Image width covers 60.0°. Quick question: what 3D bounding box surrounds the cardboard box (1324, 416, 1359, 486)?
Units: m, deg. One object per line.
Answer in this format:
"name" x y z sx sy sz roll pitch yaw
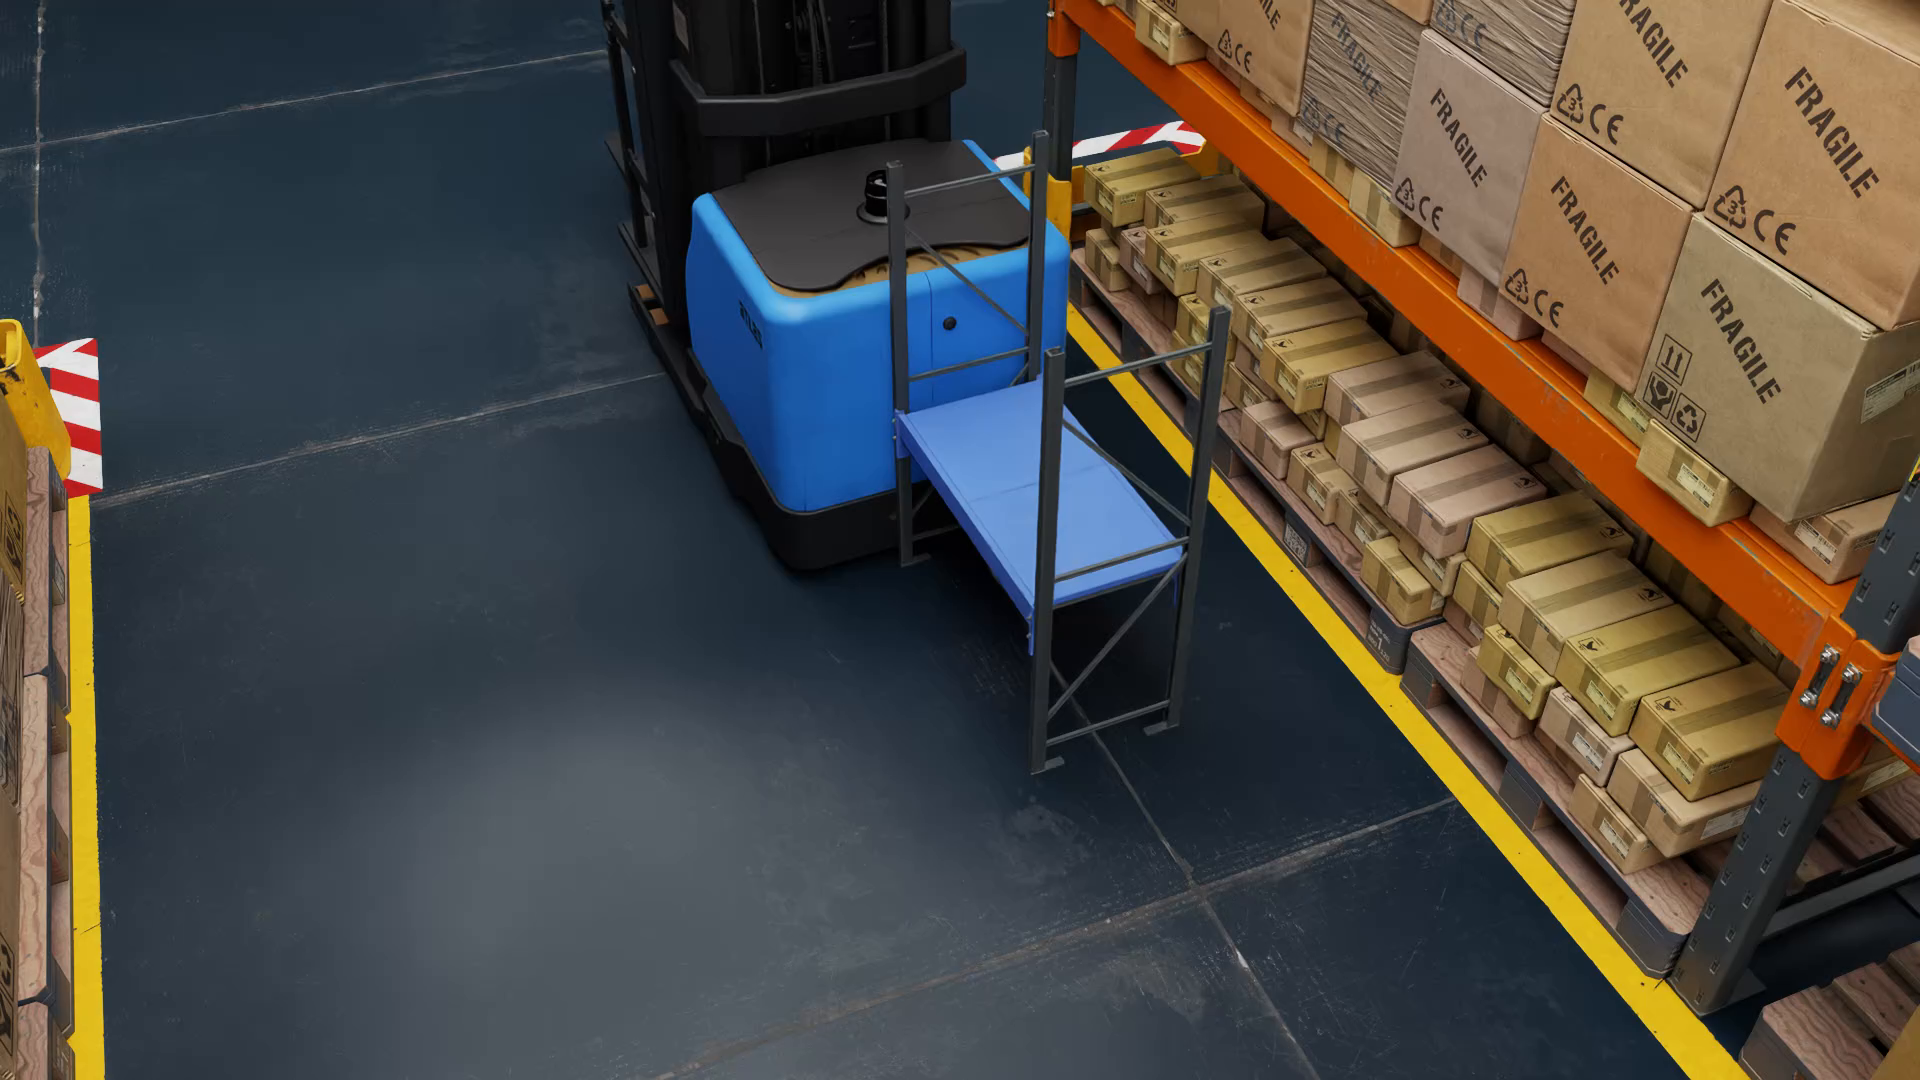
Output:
"cardboard box" 1.434 -0.338 5.479 0.380 0.149 0.250 -13 42 -15

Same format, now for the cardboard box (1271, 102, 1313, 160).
"cardboard box" 1.204 -1.329 5.188 0.380 0.149 0.250 -16 43 -18

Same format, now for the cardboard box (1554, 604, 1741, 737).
"cardboard box" 1.838 0.345 4.456 0.380 0.149 0.250 -15 43 -16

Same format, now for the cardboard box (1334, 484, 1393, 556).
"cardboard box" 1.451 -0.084 5.412 0.380 0.149 0.250 -14 43 -16

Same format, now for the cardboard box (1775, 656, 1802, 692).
"cardboard box" 2.409 0.380 4.416 0.380 0.149 0.250 -13 42 -15

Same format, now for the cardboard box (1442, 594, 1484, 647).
"cardboard box" 1.713 0.204 5.077 0.380 0.149 0.250 -16 43 -18

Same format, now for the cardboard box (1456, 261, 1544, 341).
"cardboard box" 1.570 -0.697 4.453 0.380 0.149 0.250 -17 43 -19

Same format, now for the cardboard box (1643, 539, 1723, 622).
"cardboard box" 2.216 0.059 4.789 0.380 0.149 0.250 -16 43 -17

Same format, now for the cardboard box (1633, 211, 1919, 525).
"cardboard box" 1.903 -0.429 3.643 0.500 0.500 0.500 -15 43 -17

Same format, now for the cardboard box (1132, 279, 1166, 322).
"cardboard box" 0.899 -1.013 6.491 0.380 0.149 0.250 -15 43 -17

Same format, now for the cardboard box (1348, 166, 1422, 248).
"cardboard box" 1.359 -1.000 4.805 0.380 0.149 0.250 -14 43 -16

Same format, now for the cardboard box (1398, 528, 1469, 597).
"cardboard box" 1.580 0.000 5.086 0.380 0.149 0.250 -14 43 -16

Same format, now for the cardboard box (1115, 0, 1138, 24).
"cardboard box" 0.776 -1.952 5.912 0.380 0.149 0.250 -14 43 -15

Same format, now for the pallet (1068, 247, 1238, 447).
"pallet" 1.126 -0.866 6.595 1.003 0.211 1.213 -15 43 -17

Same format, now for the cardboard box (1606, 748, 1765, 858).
"cardboard box" 1.935 0.641 4.340 0.380 0.149 0.250 -14 43 -16

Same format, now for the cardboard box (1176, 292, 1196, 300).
"cardboard box" 1.010 -0.974 6.218 0.380 0.149 0.250 -15 43 -16

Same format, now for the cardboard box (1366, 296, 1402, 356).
"cardboard box" 1.695 -0.790 6.004 0.380 0.149 0.250 -14 43 -16

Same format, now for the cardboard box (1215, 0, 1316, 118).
"cardboard box" 1.140 -1.664 5.080 0.500 0.500 0.500 -15 43 -16

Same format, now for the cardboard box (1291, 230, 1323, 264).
"cardboard box" 1.485 -1.099 6.363 0.380 0.149 0.250 -17 43 -19

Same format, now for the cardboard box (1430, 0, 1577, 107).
"cardboard box" 1.534 -1.425 4.035 0.500 0.500 0.500 -14 43 -16

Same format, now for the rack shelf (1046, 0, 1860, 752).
"rack shelf" 1.584 -0.989 5.152 1.077 0.370 4.000 -15 43 -17

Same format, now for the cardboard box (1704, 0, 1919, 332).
"cardboard box" 1.920 -0.803 3.311 0.500 0.500 0.500 -17 43 -18

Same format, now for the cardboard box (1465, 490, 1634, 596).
"cardboard box" 1.709 0.021 4.833 0.380 0.149 0.250 -14 43 -15

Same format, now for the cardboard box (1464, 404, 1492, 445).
"cardboard box" 1.907 -0.472 5.635 0.380 0.149 0.250 -15 43 -16

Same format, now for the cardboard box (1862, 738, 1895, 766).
"cardboard box" 2.506 0.453 4.559 0.380 0.149 0.250 -13 42 -15

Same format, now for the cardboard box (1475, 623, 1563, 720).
"cardboard box" 1.701 0.324 4.709 0.380 0.149 0.250 -17 43 -18

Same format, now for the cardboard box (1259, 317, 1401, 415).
"cardboard box" 1.227 -0.583 5.535 0.380 0.149 0.250 -14 43 -16

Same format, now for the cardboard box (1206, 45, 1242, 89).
"cardboard box" 1.055 -1.654 5.566 0.380 0.149 0.250 -13 42 -15

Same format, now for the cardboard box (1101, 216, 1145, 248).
"cardboard box" 0.782 -1.278 6.572 0.380 0.149 0.250 -13 42 -15

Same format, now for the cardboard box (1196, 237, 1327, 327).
"cardboard box" 1.071 -0.922 5.930 0.380 0.149 0.250 -17 44 -19

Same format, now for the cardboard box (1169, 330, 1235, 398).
"cardboard box" 0.997 -0.683 6.108 0.380 0.149 0.250 -15 43 -16

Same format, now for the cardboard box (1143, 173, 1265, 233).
"cardboard box" 0.922 -1.234 6.293 0.380 0.149 0.250 -14 43 -16

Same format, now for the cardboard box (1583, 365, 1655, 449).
"cardboard box" 1.778 -0.380 4.084 0.380 0.149 0.250 -13 42 -15

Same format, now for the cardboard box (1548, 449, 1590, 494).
"cardboard box" 2.073 -0.266 5.167 0.380 0.149 0.250 -14 43 -16

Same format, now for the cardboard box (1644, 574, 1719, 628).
"cardboard box" 2.200 0.186 4.870 0.380 0.149 0.250 -15 43 -17

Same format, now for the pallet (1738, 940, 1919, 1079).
"pallet" 2.649 1.469 3.880 1.003 0.211 1.213 -15 43 -17

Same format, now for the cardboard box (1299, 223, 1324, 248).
"cardboard box" 1.515 -1.225 6.282 0.380 0.149 0.250 -16 43 -18

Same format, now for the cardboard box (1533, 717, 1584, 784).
"cardboard box" 1.862 0.536 4.691 0.380 0.149 0.250 -14 43 -16

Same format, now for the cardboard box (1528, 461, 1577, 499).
"cardboard box" 2.016 -0.149 5.259 0.380 0.149 0.250 -13 42 -15

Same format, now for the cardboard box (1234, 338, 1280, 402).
"cardboard box" 1.197 -0.656 5.849 0.380 0.149 0.250 -17 44 -19

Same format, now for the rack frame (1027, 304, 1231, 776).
"rack frame" 0.436 0.057 4.533 0.500 1.500 0.032 -16 43 -18

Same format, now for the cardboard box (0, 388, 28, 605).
"cardboard box" -3.484 -0.278 5.081 0.875 0.875 0.875 -15 43 -17

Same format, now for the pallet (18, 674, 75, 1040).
"pallet" -2.961 0.963 4.469 1.003 0.211 1.213 -15 43 -17

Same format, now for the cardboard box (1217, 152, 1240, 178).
"cardboard box" 1.256 -1.515 6.619 0.380 0.149 0.250 -15 43 -16

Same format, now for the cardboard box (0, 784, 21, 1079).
"cardboard box" -2.795 0.806 3.820 0.875 0.875 0.875 -15 43 -17

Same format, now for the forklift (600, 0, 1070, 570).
"forklift" -0.694 -1.976 5.800 1.130 2.935 3.031 -16 43 -18

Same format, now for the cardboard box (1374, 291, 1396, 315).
"cardboard box" 1.710 -0.905 5.910 0.380 0.149 0.250 -14 43 -15

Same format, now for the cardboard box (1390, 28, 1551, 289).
"cardboard box" 1.517 -1.042 4.356 0.500 0.500 0.500 -15 43 -17

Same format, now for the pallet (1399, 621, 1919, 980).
"pallet" 2.060 0.604 4.886 1.003 0.211 1.213 -15 43 -17

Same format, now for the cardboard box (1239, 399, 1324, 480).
"cardboard box" 1.198 -0.382 5.758 0.380 0.149 0.250 -17 44 -19

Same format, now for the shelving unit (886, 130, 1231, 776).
"shelving unit" 0.231 -0.246 4.886 0.538 1.500 1.048 -16 43 -18

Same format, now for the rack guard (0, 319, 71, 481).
"rack guard" -3.812 -0.357 5.782 1.175 0.500 0.348 -15 43 -17

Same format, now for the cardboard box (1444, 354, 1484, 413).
"cardboard box" 1.835 -0.568 5.518 0.380 0.149 0.250 -15 43 -17

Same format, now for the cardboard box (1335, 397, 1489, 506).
"cardboard box" 1.406 -0.278 5.181 0.380 0.149 0.250 -17 43 -18

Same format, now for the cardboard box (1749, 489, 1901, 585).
"cardboard box" 2.024 -0.076 3.730 0.380 0.149 0.250 -16 43 -17

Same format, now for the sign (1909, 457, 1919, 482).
"sign" 1.851 -0.246 3.071 0.100 0.325 0.005 -15 43 -17

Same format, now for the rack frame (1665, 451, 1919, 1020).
"rack frame" 2.349 -0.057 3.516 1.000 3.000 0.127 -15 43 -17
